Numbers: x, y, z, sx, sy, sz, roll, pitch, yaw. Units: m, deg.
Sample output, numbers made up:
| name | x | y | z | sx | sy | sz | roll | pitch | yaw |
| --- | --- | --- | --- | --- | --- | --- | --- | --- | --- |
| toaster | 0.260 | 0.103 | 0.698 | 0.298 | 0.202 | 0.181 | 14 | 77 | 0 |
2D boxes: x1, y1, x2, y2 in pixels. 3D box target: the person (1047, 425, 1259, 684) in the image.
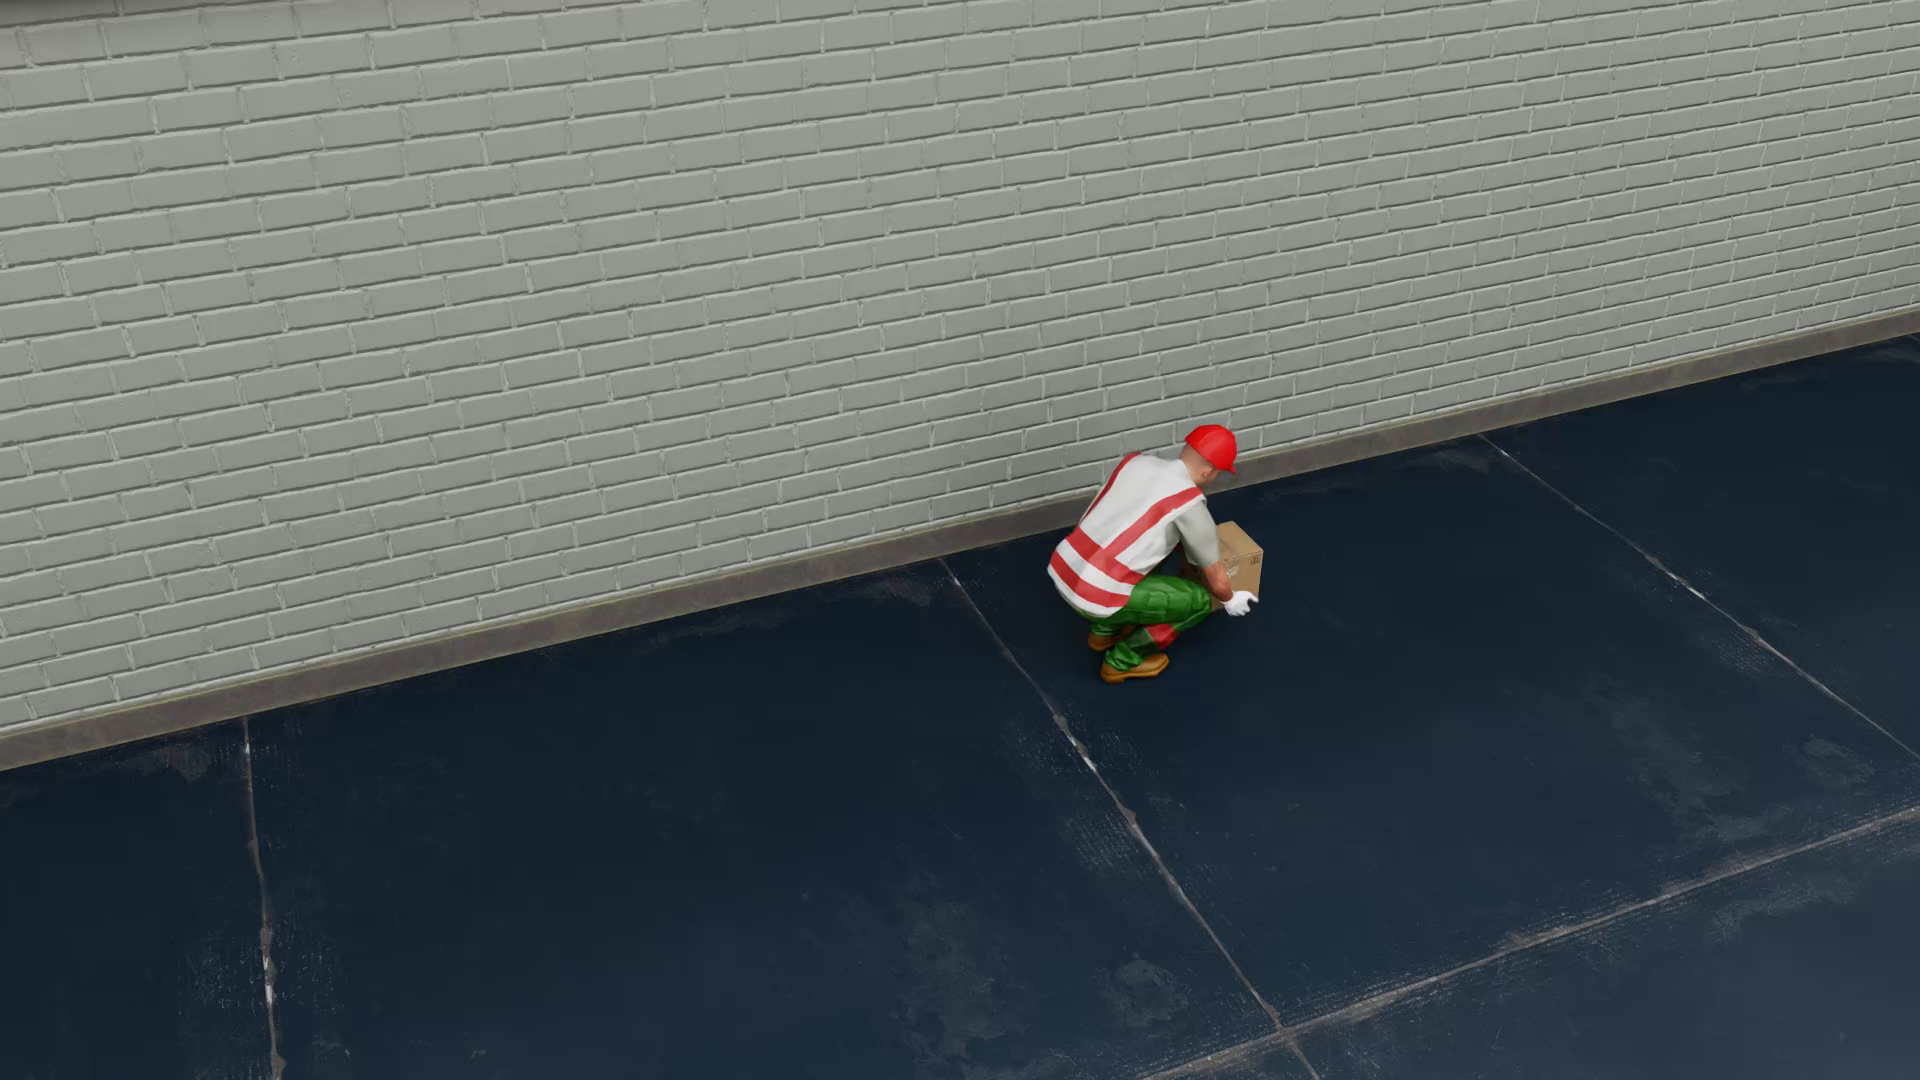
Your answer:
| name | x | y | z | sx | sy | sz | roll | pitch | yaw |
| --- | --- | --- | --- | --- | --- | --- | --- | --- | --- |
| person | 0.781 | 0.037 | 6.797 | 0.871 | 0.992 | 0.570 | -13 | 35 | -19 |
